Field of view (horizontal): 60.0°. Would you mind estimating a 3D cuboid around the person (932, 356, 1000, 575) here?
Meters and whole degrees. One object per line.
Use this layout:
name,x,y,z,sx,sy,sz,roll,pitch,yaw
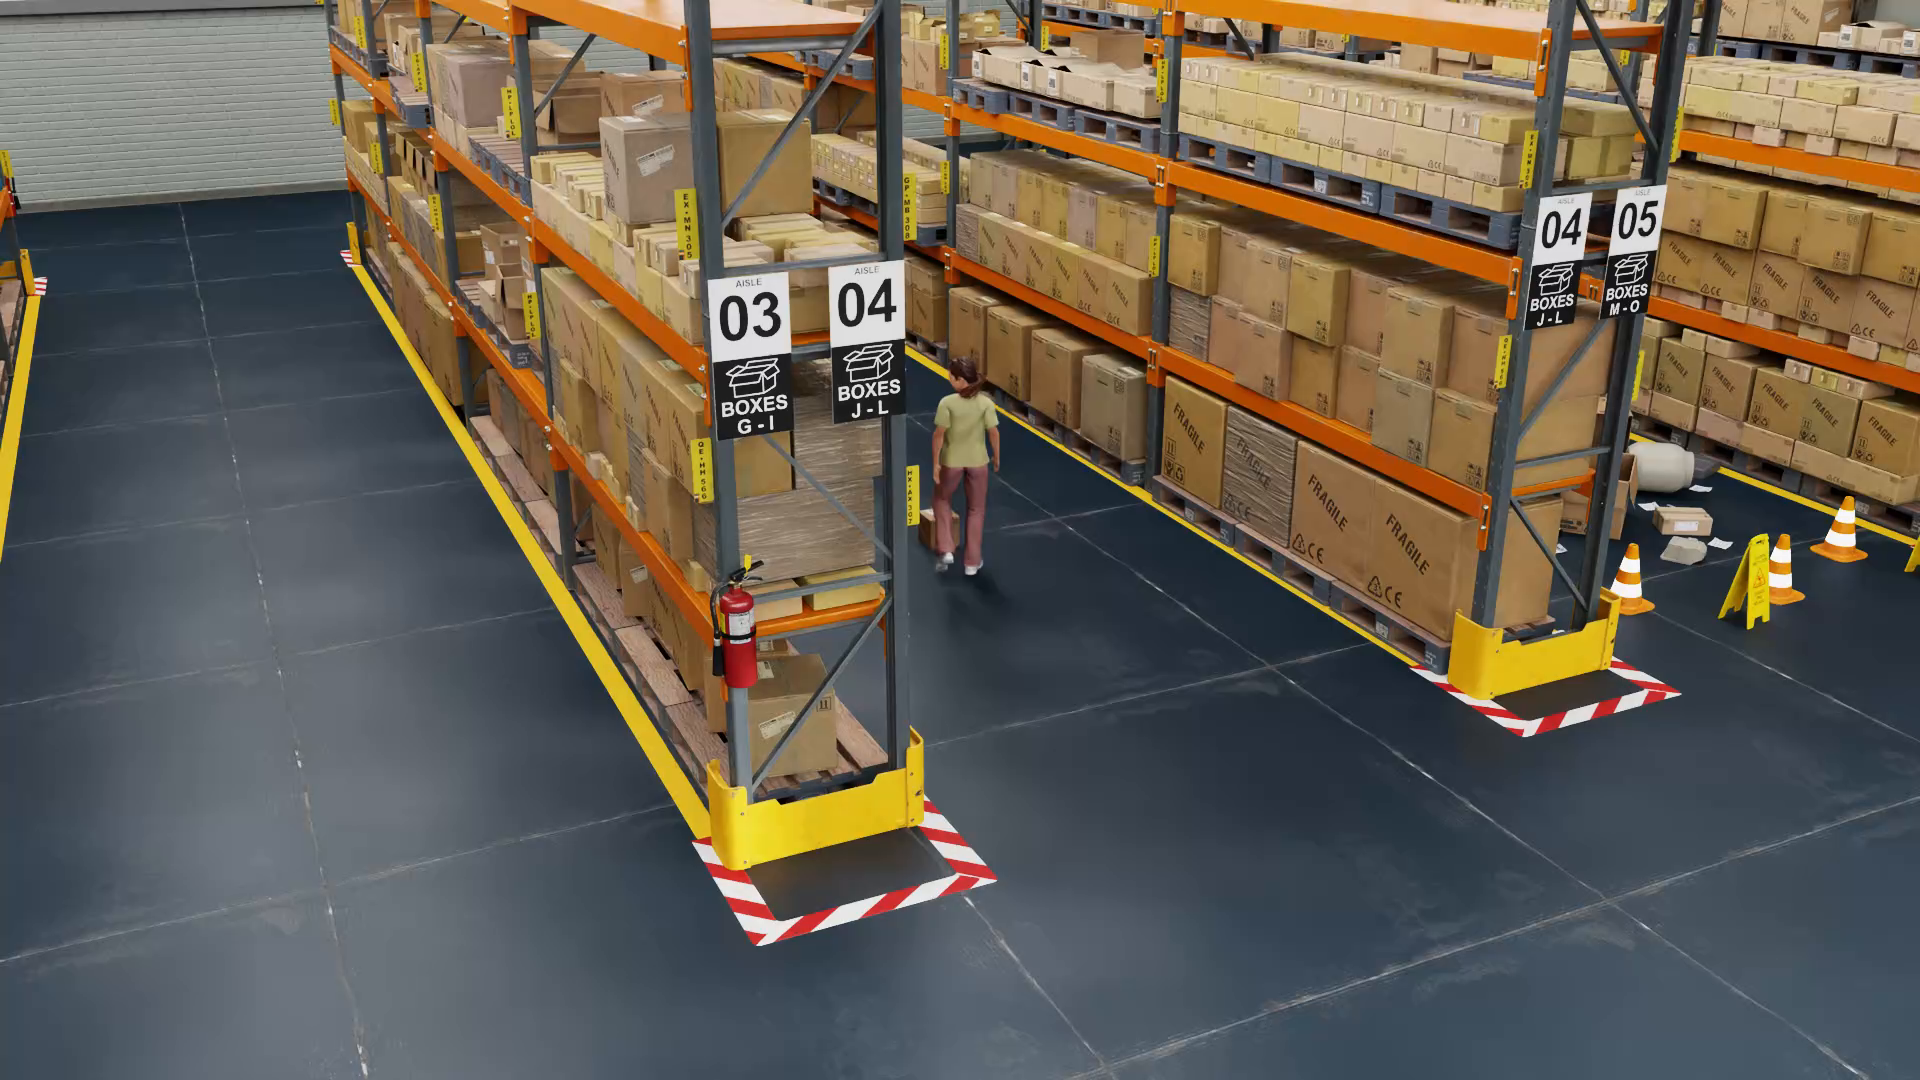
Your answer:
person,0.040,-0.541,12.277,0.510,1.686,0.402,1,22,2
